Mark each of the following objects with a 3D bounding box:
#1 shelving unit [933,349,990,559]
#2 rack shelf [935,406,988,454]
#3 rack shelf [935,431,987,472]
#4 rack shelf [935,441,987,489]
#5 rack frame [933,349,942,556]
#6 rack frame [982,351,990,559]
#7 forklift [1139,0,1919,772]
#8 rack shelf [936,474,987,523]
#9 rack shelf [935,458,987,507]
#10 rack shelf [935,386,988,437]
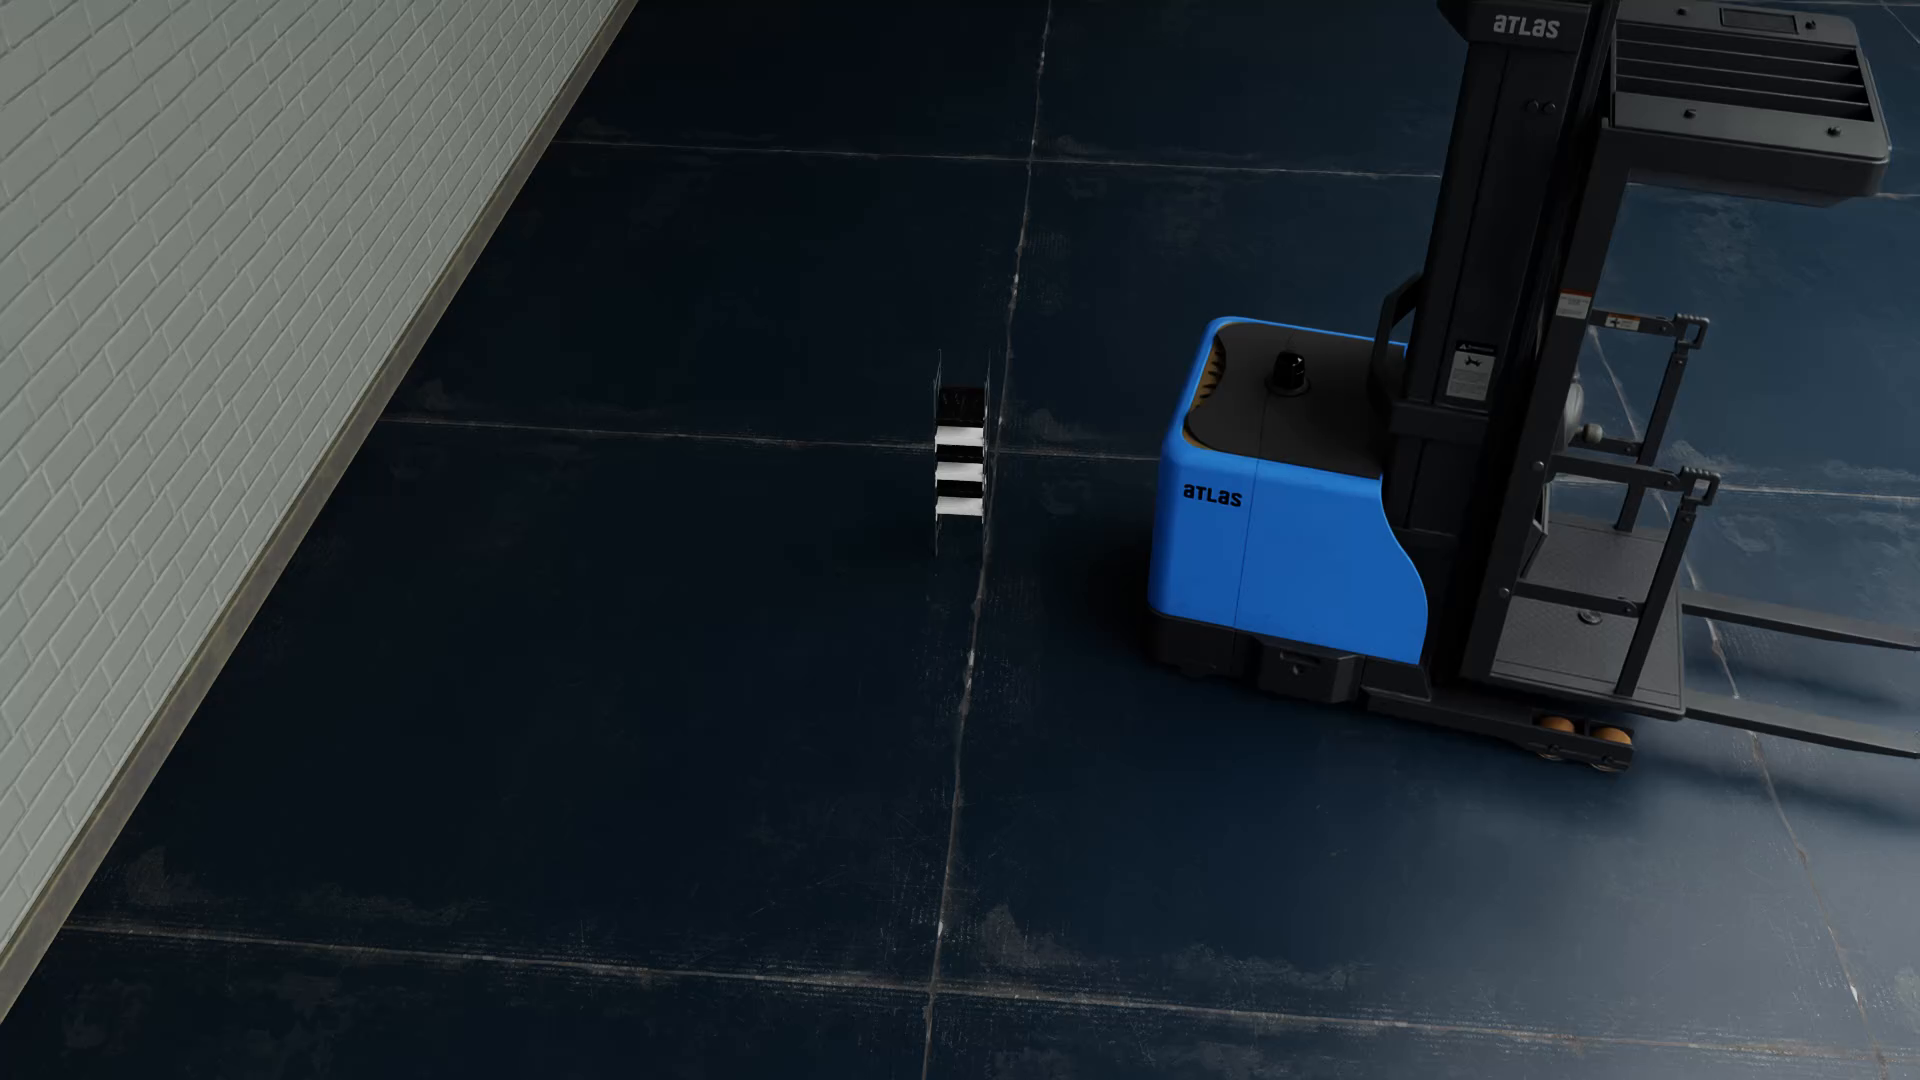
[{"bbox_3d":[0.008,-0.349,6.965,0.210,0.900,0.258,3,39,4],"label":"shelving unit"},{"bbox_3d":[0.008,-0.462,6.873,0.200,0.077,0.258,3,39,4],"label":"rack shelf"},{"bbox_3d":[0.008,-0.393,6.930,0.200,0.077,0.258,3,39,4],"label":"rack shelf"},{"bbox_3d":[0.008,-0.323,6.986,0.200,0.077,0.258,3,39,4],"label":"rack shelf"},{"bbox_3d":[-0.093,-0.354,6.972,0.006,0.900,0.240,3,39,4],"label":"rack frame"},{"bbox_3d":[0.109,-0.343,6.959,0.006,0.900,0.240,3,39,4],"label":"rack frame"},{"bbox_3d":[2.289,-0.652,5.730,3.031,2.935,1.130,11,40,13],"label":"forklift"},{"bbox_3d":[0.008,-0.183,7.100,0.200,0.077,0.258,3,39,4],"label":"rack shelf"},{"bbox_3d":[0.008,-0.253,7.043,0.200,0.077,0.258,3,39,4],"label":"rack shelf"},{"bbox_3d":[0.008,-0.532,6.816,0.200,0.077,0.258,3,39,4],"label":"rack shelf"}]
